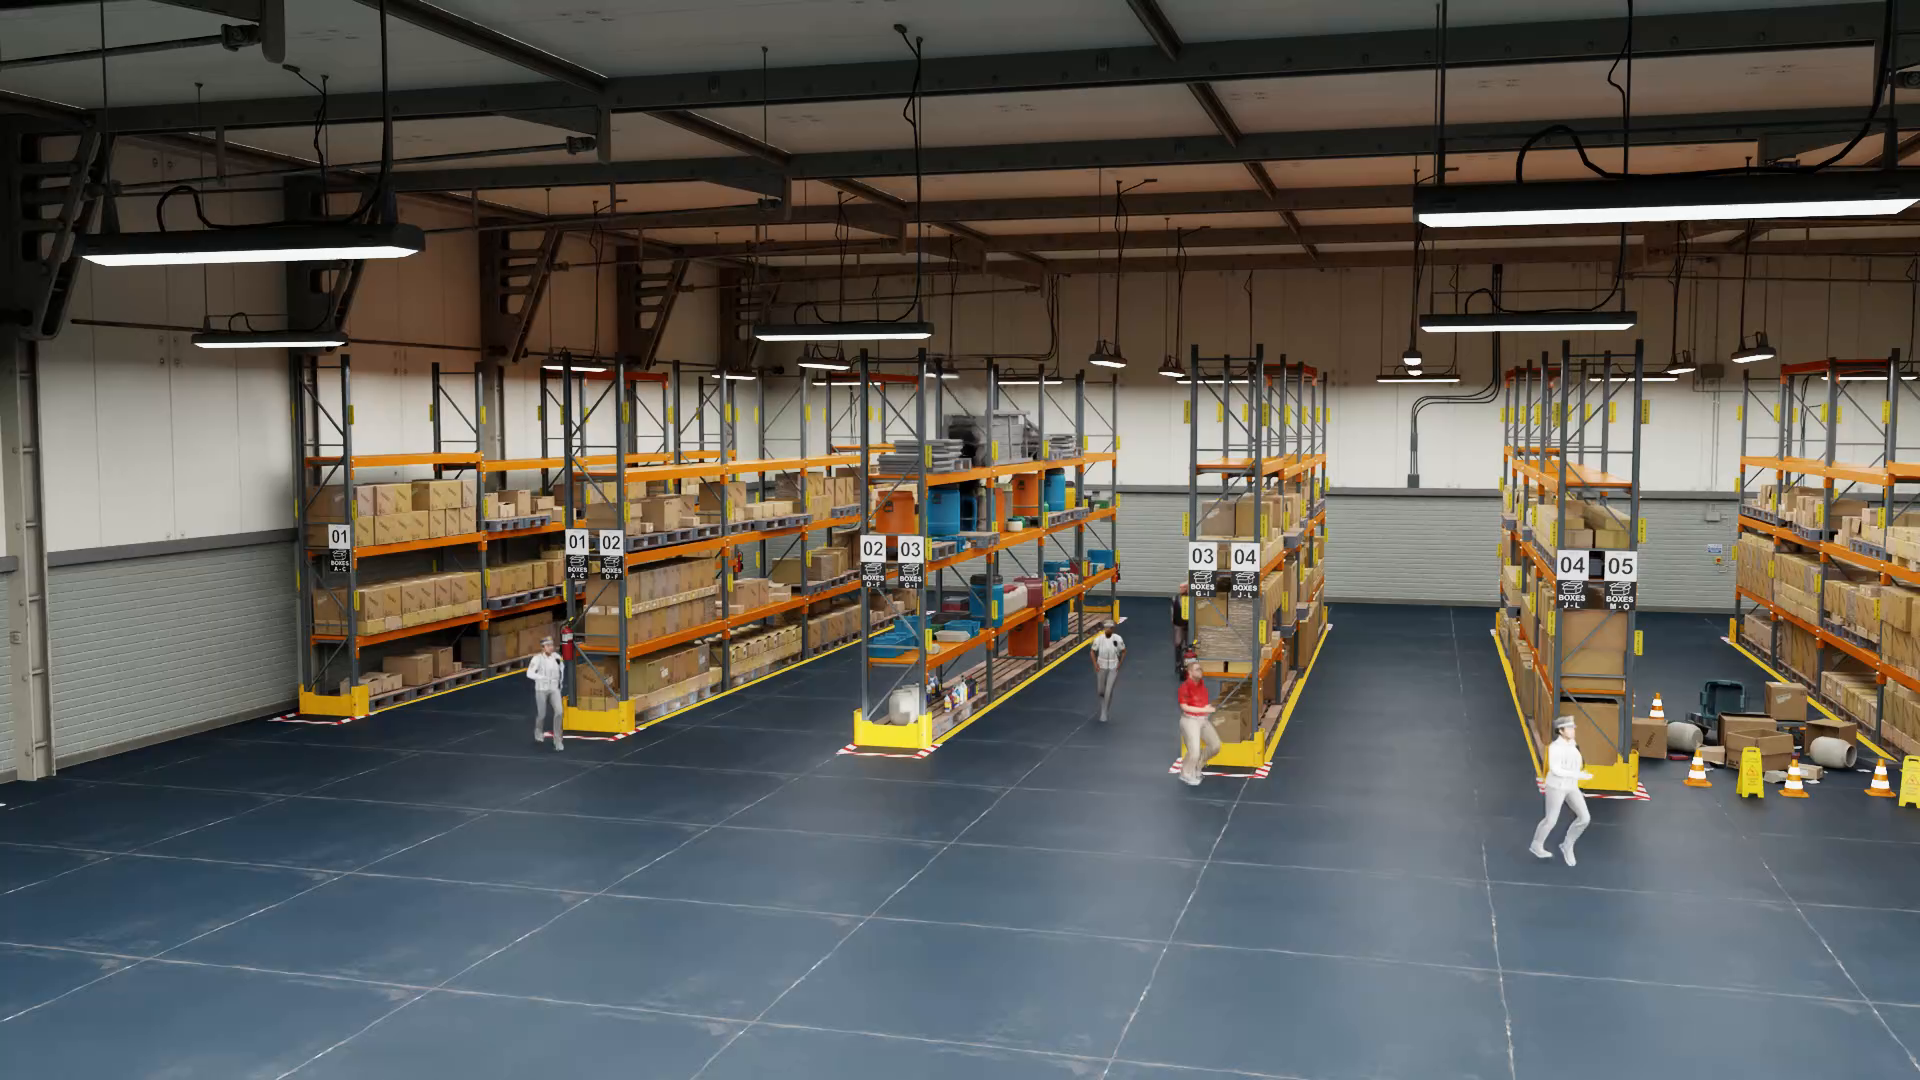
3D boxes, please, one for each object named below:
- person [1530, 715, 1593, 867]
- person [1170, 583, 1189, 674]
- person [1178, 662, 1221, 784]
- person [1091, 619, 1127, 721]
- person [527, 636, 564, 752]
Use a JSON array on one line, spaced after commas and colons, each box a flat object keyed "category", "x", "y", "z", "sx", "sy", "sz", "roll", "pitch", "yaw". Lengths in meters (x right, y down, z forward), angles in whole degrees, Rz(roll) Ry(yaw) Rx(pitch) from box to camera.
[{"category": "person", "x": 6.709, "y": 2.779, "z": 18.471, "sx": 0.574, "sy": 1.708, "sz": 0.778, "roll": -3, "pitch": 5, "yaw": -33}, {"category": "person", "x": 4.404, "y": 1.708, "z": 32.469, "sx": 0.650, "sy": 1.772, "sz": 0.814, "roll": 1, "pitch": 5, "yaw": 18}, {"category": "person", "x": 3.193, "y": 2.484, "z": 22.451, "sx": 0.672, "sy": 1.682, "sz": 0.599, "roll": -3, "pitch": 5, "yaw": -39}, {"category": "person", "x": 2.461, "y": 2.123, "z": 27.536, "sx": 0.598, "sy": 1.672, "sz": 0.689, "roll": 0, "pitch": 4, "yaw": 7}, {"category": "person", "x": -6.226, "y": 2.287, "z": 25.078, "sx": 0.639, "sy": 1.716, "sz": 0.878, "roll": -3, "pitch": 5, "yaw": -31}]
